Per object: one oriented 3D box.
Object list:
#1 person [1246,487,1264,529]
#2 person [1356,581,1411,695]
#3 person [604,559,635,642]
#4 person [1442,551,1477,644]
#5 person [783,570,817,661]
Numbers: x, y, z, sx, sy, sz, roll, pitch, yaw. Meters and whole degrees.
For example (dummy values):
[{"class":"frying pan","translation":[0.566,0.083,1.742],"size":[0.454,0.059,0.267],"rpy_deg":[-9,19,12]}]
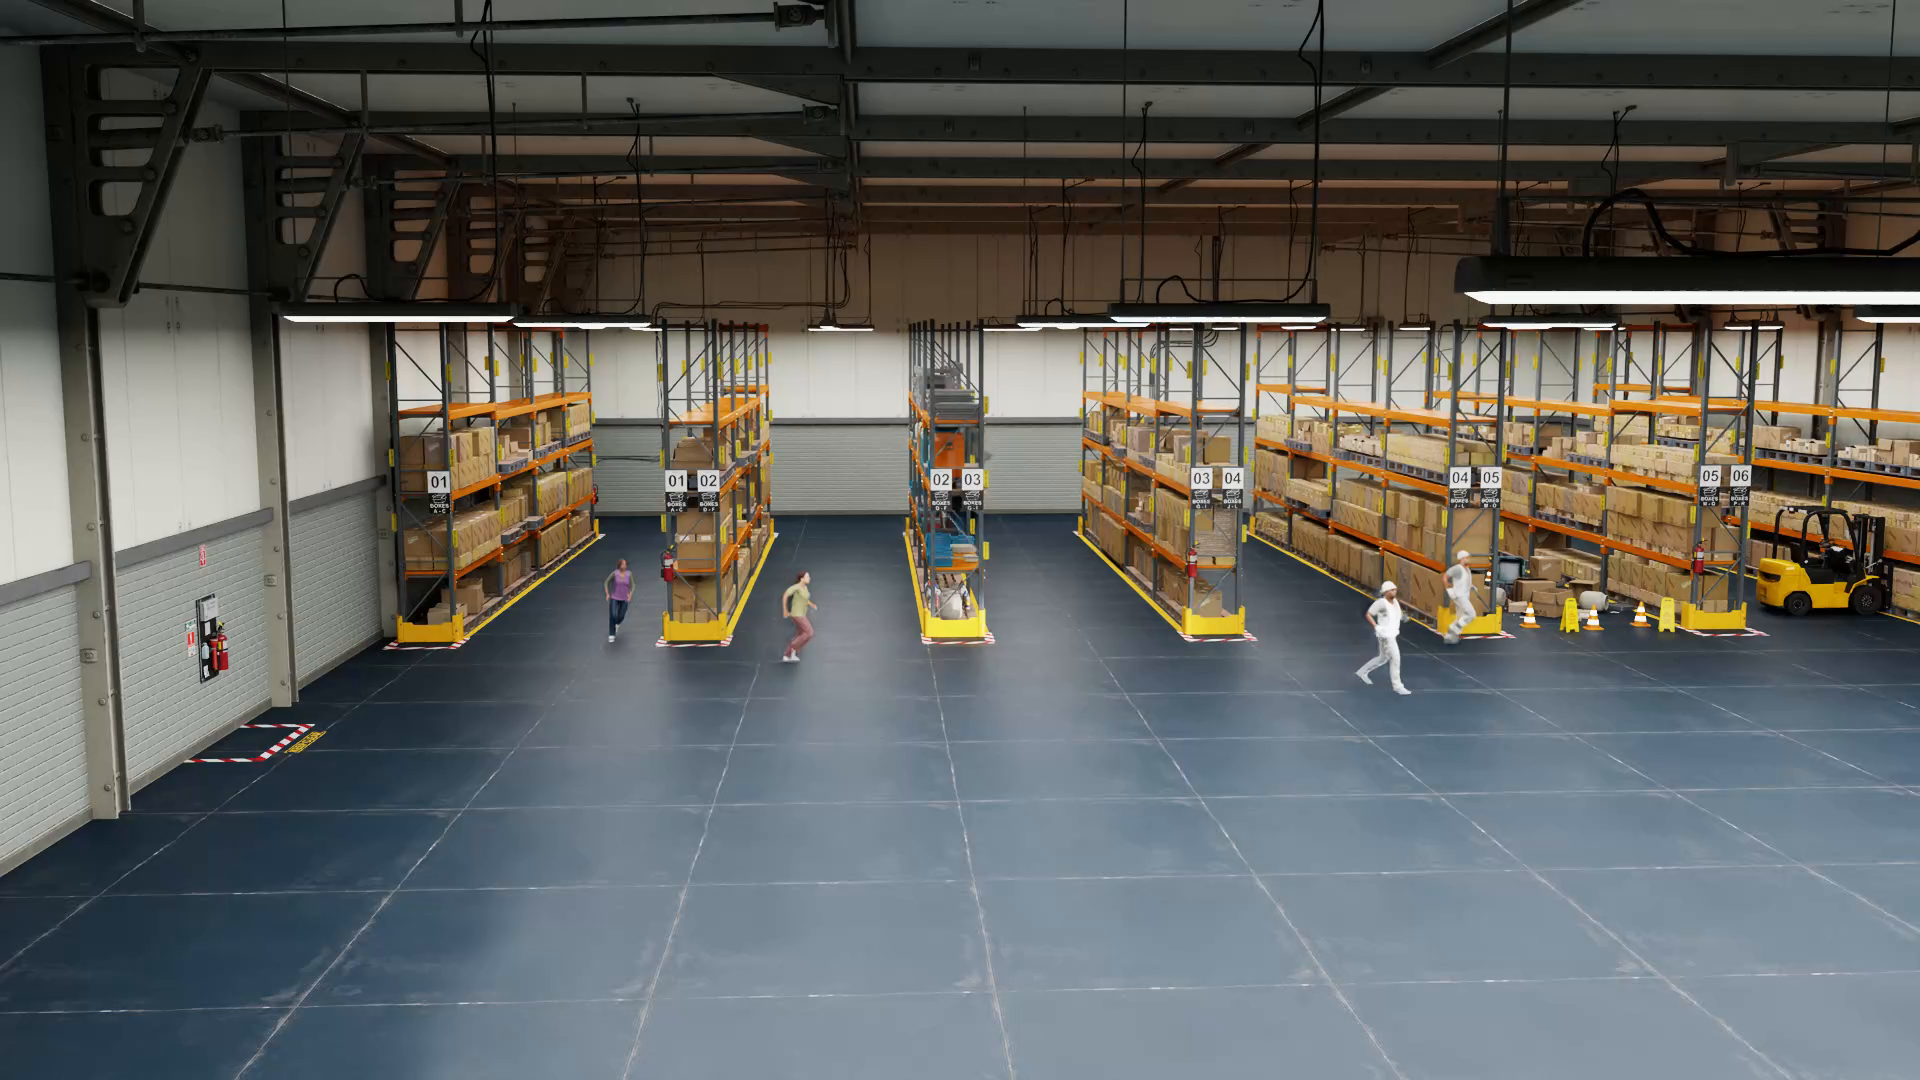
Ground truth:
[{"class":"person","translation":[8.741,-1.153,48.846],"size":[0.870,1.676,0.581],"rpy_deg":[-1,7,-8]},{"class":"person","translation":[6.837,1.544,26.701],"size":[0.926,1.797,0.665],"rpy_deg":[4,8,32]},{"class":"person","translation":[-6.408,1.112,31.313],"size":[0.584,1.548,0.542],"rpy_deg":[-2,7,-14]},{"class":"person","translation":[9.277,1.063,30.721],"size":[0.598,1.730,0.700],"rpy_deg":[5,8,33]},{"class":"person","translation":[-2.806,1.374,29.096],"size":[0.622,1.511,0.585],"rpy_deg":[2,7,13]}]
